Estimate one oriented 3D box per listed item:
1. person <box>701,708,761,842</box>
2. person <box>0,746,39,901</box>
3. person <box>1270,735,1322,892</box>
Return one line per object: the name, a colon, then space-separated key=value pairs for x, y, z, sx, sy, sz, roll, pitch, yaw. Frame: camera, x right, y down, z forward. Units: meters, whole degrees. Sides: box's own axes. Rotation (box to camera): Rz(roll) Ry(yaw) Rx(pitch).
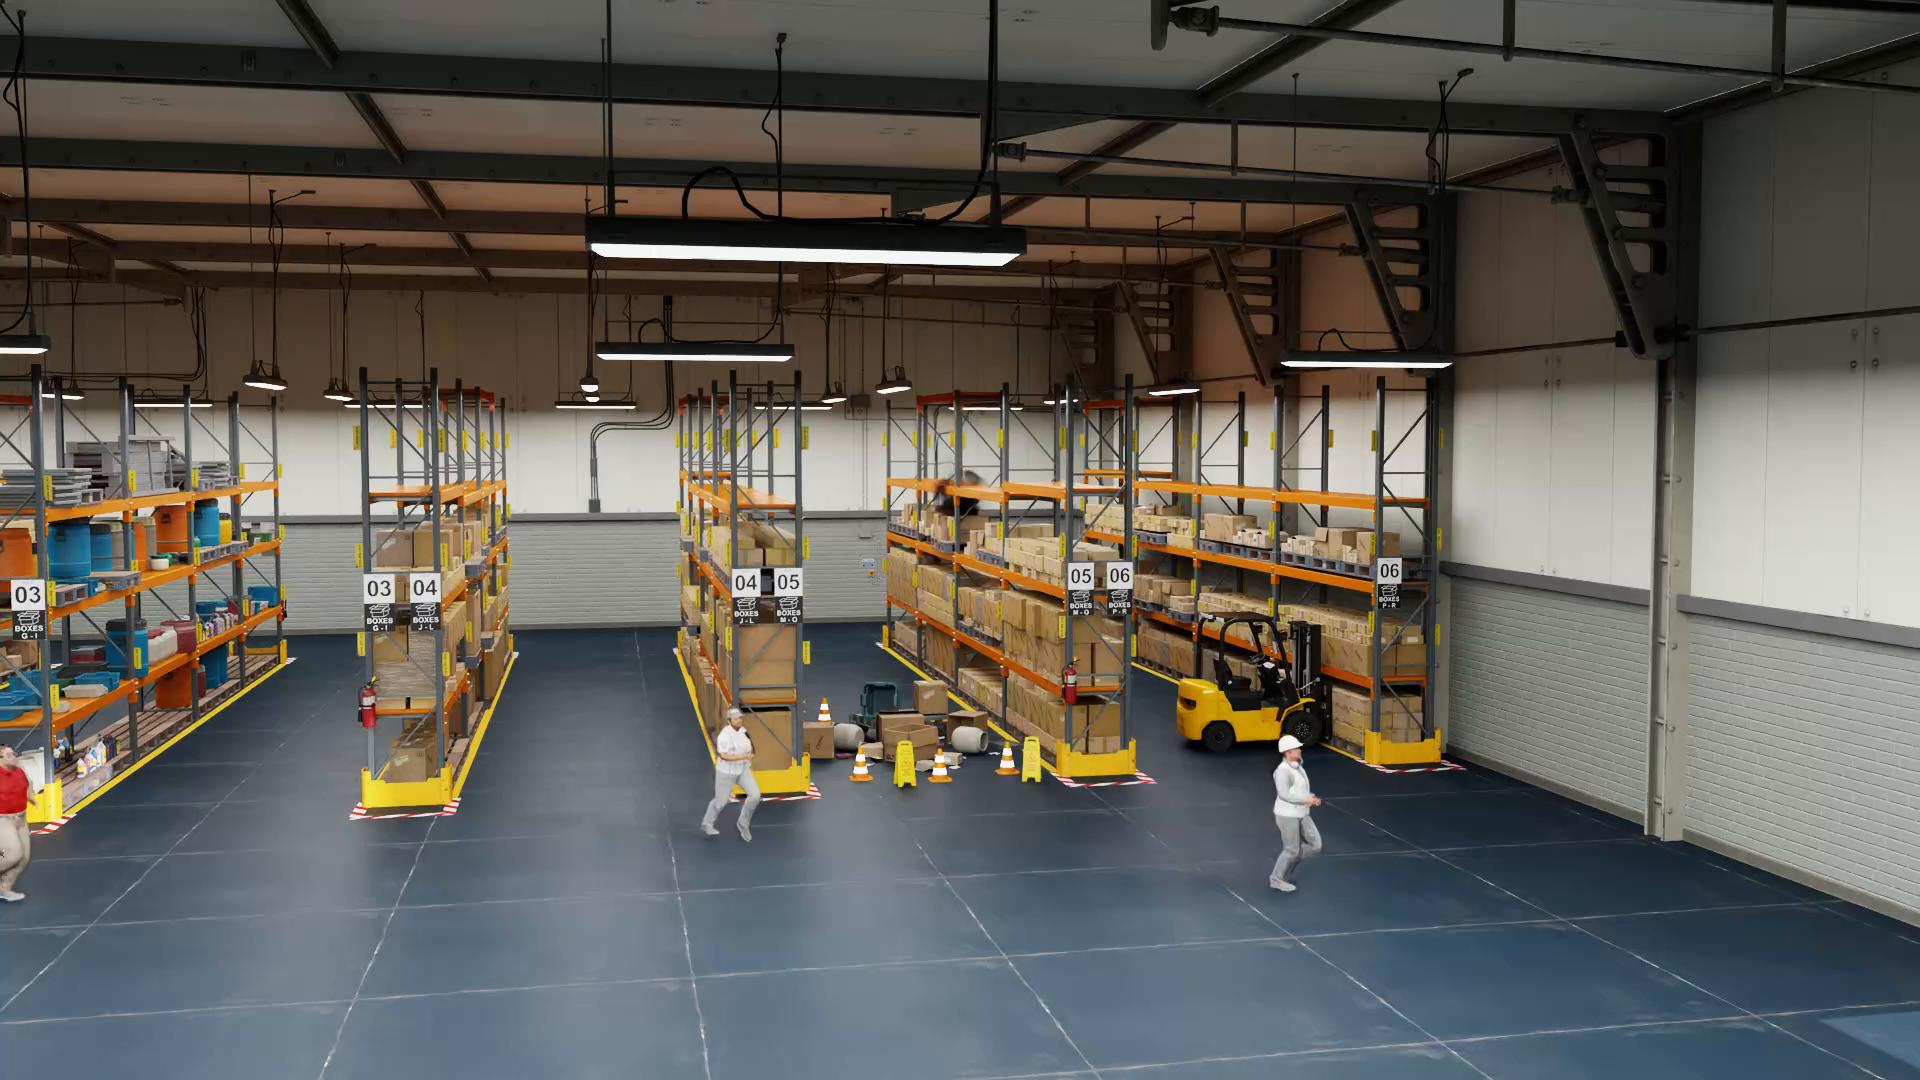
person: x=-2.843 y=2.936 z=20.855 sx=0.858 sy=1.688 sz=0.611 roll=3 pitch=4 yaw=39
person: x=-10.310 y=3.081 z=18.047 sx=0.537 sy=1.682 sz=0.726 roll=1 pitch=4 yaw=16
person: x=3.732 y=3.030 z=18.414 sx=0.603 sy=1.732 sz=0.643 roll=2 pitch=4 yaw=33
